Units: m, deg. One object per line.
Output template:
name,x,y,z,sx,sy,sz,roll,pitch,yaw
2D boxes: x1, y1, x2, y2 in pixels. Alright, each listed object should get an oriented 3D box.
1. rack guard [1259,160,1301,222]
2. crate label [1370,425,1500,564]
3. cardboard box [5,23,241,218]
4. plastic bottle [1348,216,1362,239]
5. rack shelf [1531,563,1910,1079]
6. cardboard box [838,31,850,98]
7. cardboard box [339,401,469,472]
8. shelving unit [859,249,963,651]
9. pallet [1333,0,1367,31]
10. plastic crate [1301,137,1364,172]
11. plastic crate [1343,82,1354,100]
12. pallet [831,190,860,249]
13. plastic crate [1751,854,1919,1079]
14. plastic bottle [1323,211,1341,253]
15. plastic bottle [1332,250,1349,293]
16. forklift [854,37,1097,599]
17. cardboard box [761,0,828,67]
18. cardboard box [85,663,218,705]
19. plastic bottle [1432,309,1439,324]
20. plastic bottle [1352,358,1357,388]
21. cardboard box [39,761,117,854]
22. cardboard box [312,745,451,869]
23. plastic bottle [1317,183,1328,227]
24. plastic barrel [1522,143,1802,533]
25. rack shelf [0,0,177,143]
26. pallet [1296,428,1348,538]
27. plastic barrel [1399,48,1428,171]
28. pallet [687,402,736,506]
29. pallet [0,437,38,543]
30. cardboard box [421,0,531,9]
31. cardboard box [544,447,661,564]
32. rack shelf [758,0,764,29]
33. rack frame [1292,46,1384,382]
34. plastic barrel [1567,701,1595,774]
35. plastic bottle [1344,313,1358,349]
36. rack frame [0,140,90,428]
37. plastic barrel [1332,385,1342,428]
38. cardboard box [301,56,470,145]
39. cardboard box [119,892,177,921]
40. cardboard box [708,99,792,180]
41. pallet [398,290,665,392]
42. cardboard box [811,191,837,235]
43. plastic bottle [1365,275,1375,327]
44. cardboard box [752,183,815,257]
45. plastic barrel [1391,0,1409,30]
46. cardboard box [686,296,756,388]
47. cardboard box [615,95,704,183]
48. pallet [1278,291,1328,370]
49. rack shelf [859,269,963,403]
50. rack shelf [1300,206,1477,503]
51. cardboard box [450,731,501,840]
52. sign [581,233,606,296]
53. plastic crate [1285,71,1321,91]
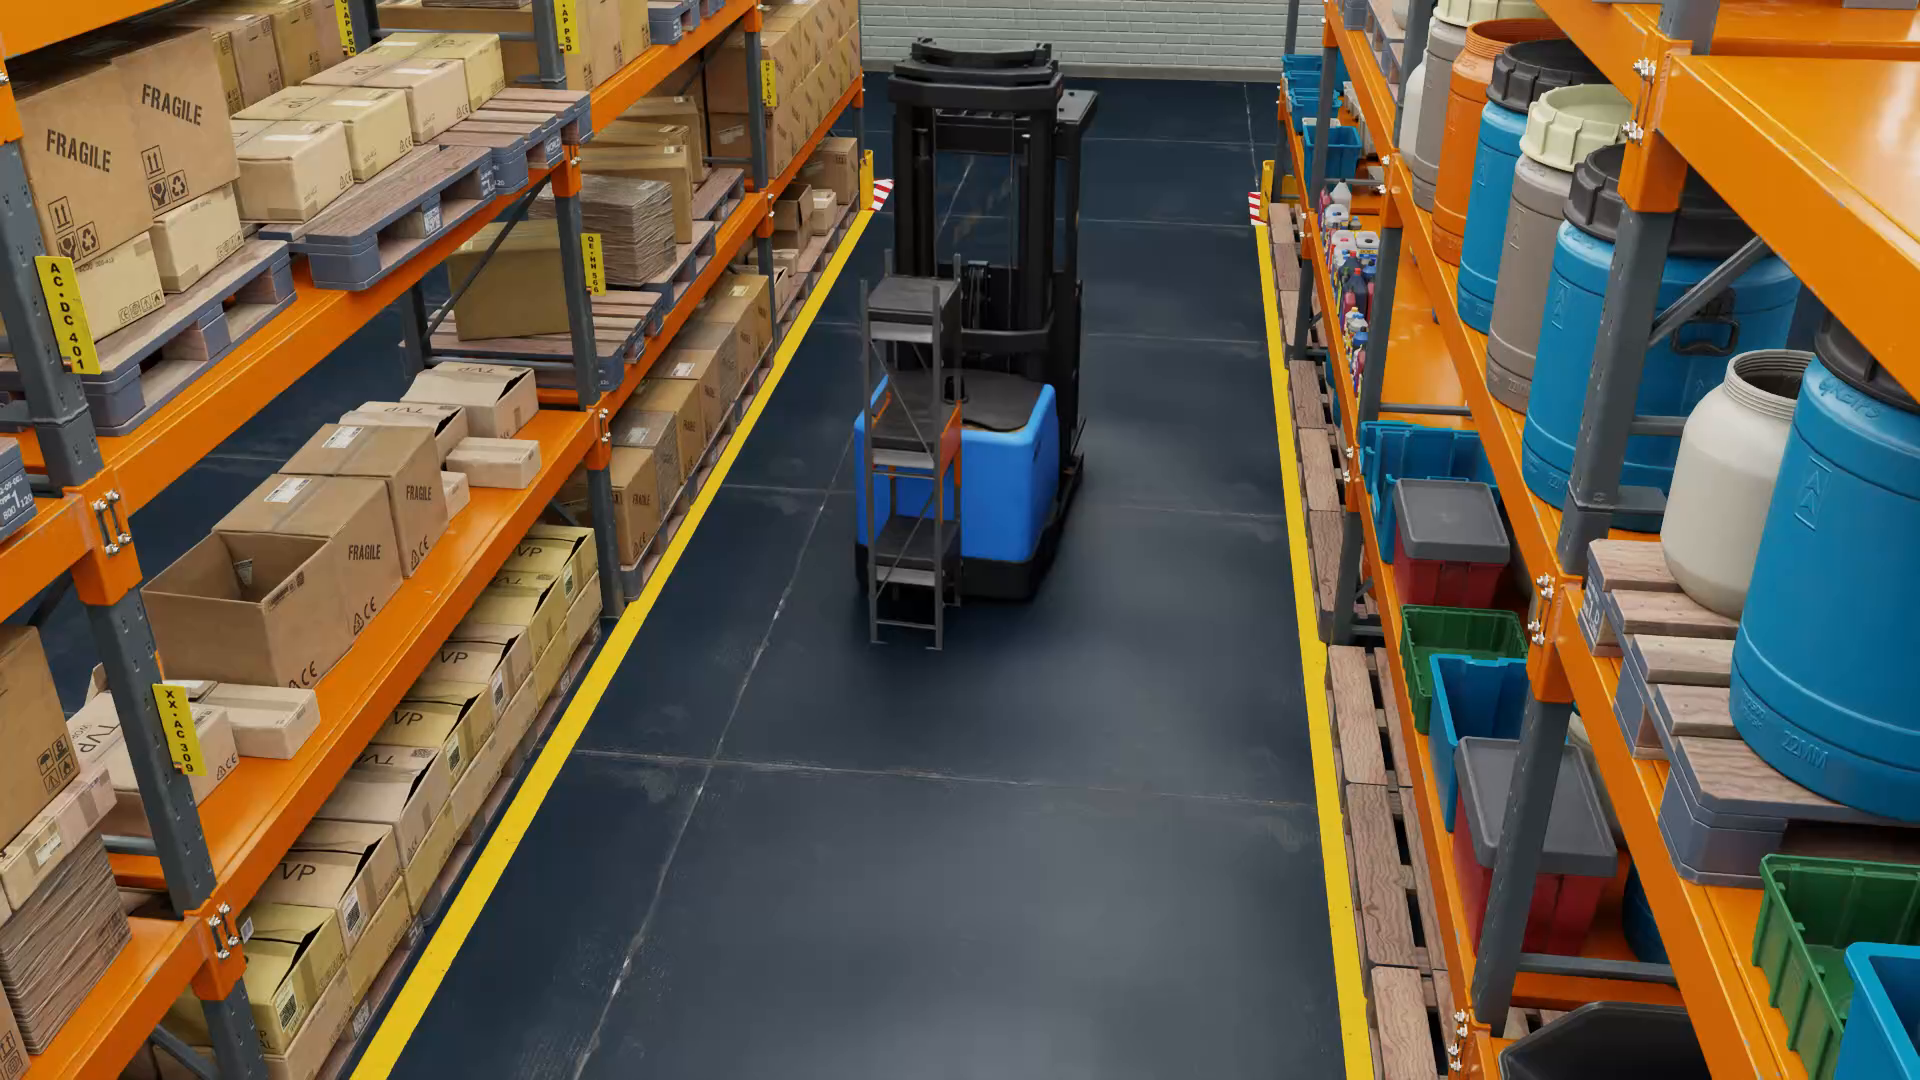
rack guard,3.469,-3.311,15.868,1.175,0.500,0.348,3,28,6
crate label,2.109,-0.197,7.416,0.502,0.435,0.616,3,28,6
cardboard box,-2.745,-1.367,5.387,0.500,0.500,0.500,6,29,11
plastic bottle,2.635,-2.062,11.125,0.097,0.201,0.097,0,28,0
rack shelf,1.764,1.187,2.480,1.077,0.370,4.000,3,28,6
cardboard box,-1.281,-4.262,14.892,0.500,0.500,0.500,4,29,7
cardboard box,-2.719,-0.474,8.061,0.500,0.311,0.500,3,28,6
shelving unit,-0.244,-0.450,8.871,0.431,2.100,0.503,6,29,11
pallet,2.990,-3.379,10.396,1.213,0.211,1.003,3,28,6
plastic crate,2.859,-2.964,12.816,0.437,0.125,0.590,3,28,6
plastic crate,3.559,-3.915,14.569,0.396,0.136,0.243,3,28,6
pallet,-1.543,-3.050,15.689,1.003,0.211,1.213,3,28,6
plastic crate,1.545,0.749,2.757,0.336,0.188,0.450,3,28,6
plastic bottle,2.468,-2.039,11.007,0.097,0.271,0.097,0,28,0
plastic bottle,2.371,-1.666,10.315,0.097,0.271,0.097,0,28,0
forklift,0.205,-1.633,10.192,1.130,2.935,3.031,6,29,11
cardboard box,-1.401,-4.223,13.767,0.500,0.500,0.500,4,29,8
cardboard box,-2.981,0.595,6.125,0.396,0.266,0.258,3,28,5
plastic bottle,2.899,-1.470,9.867,0.144,0.351,0.185,3,28,6
plastic bottle,2.185,-0.923,9.010,0.097,0.201,0.097,0,28,0
cardboard box,-2.728,0.771,4.867,0.380,0.149,0.250,3,28,6
cardboard box,-2.480,1.080,6.948,0.500,0.311,0.500,2,28,5
plastic bottle,2.521,-2.317,11.511,0.061,0.283,0.133,3,28,6
plastic barrel,1.856,-0.544,4.405,0.600,0.901,0.708,3,28,6
rack shelf,-2.662,-2.130,5.896,1.077,0.370,4.000,3,28,6
pallet,2.706,-0.352,10.681,1.003,0.211,1.213,3,28,6
plastic barrel,2.157,-1.875,7.287,0.421,0.512,0.421,0,28,0
pallet,-2.136,-0.617,11.173,1.003,0.211,1.213,3,28,6
pallet,-2.986,0.081,3.867,1.003,0.211,1.213,3,28,6
cardboard box,-2.357,-2.933,8.209,0.500,0.500,0.500,3,28,6
cardboard box,-2.077,-0.214,9.656,0.500,0.500,0.500,5,29,8
rack shelf,-1.682,-4.751,13.502,1.077,0.370,4.000,3,28,6
rack frame,2.989,-2.516,11.758,1.000,3.000,0.127,3,28,6
plastic barrel,2.323,0.696,5.941,0.301,0.262,0.301,0,28,0
plastic bottle,2.257,-1.198,9.520,0.097,0.201,0.097,0,28,0
rack frame,-2.907,-1.681,3.883,1.000,3.000,0.127,3,28,6
plastic barrel,2.819,-1.189,11.064,0.600,0.901,0.708,3,28,6
cardboard box,-2.463,-1.898,7.163,0.500,0.250,0.500,4,29,8
cardboard box,-3.142,1.531,6.110,0.500,0.311,0.500,3,28,6
cardboard box,-1.594,-3.074,12.688,0.500,0.500,0.500,4,29,8
pallet,-2.403,-1.162,9.446,1.213,0.211,1.003,3,28,6
cardboard box,-1.405,-2.956,15.010,0.500,0.250,0.500,3,28,6
plastic bottle,2.431,-1.414,9.835,0.061,0.283,0.133,3,28,6
cardboard box,-1.702,-2.785,14.425,0.797,0.503,0.637,3,28,6
plastic barrel,2.566,-3.042,8.985,0.433,0.535,0.433,0,28,0
cardboard box,-1.772,-1.418,11.891,0.500,0.500,0.500,3,29,6
cardboard box,-2.207,-2.825,11.782,0.700,0.500,0.500,-6,29,-11
pallet,3.040,-1.637,13.066,1.003,0.211,1.213,3,28,6
rack shelf,-0.244,-1.054,8.545,0.431,0.518,0.480,6,29,11
rack shelf,2.744,-1.258,10.181,1.077,0.370,4.000,3,28,6
cardboard box,-2.424,1.086,7.527,0.500,0.250,0.500,4,29,7
sign,-1.866,-1.402,8.469,0.100,0.325,0.005,3,28,6
plastic crate,3.041,-3.945,14.523,0.416,0.233,0.300,3,28,6
